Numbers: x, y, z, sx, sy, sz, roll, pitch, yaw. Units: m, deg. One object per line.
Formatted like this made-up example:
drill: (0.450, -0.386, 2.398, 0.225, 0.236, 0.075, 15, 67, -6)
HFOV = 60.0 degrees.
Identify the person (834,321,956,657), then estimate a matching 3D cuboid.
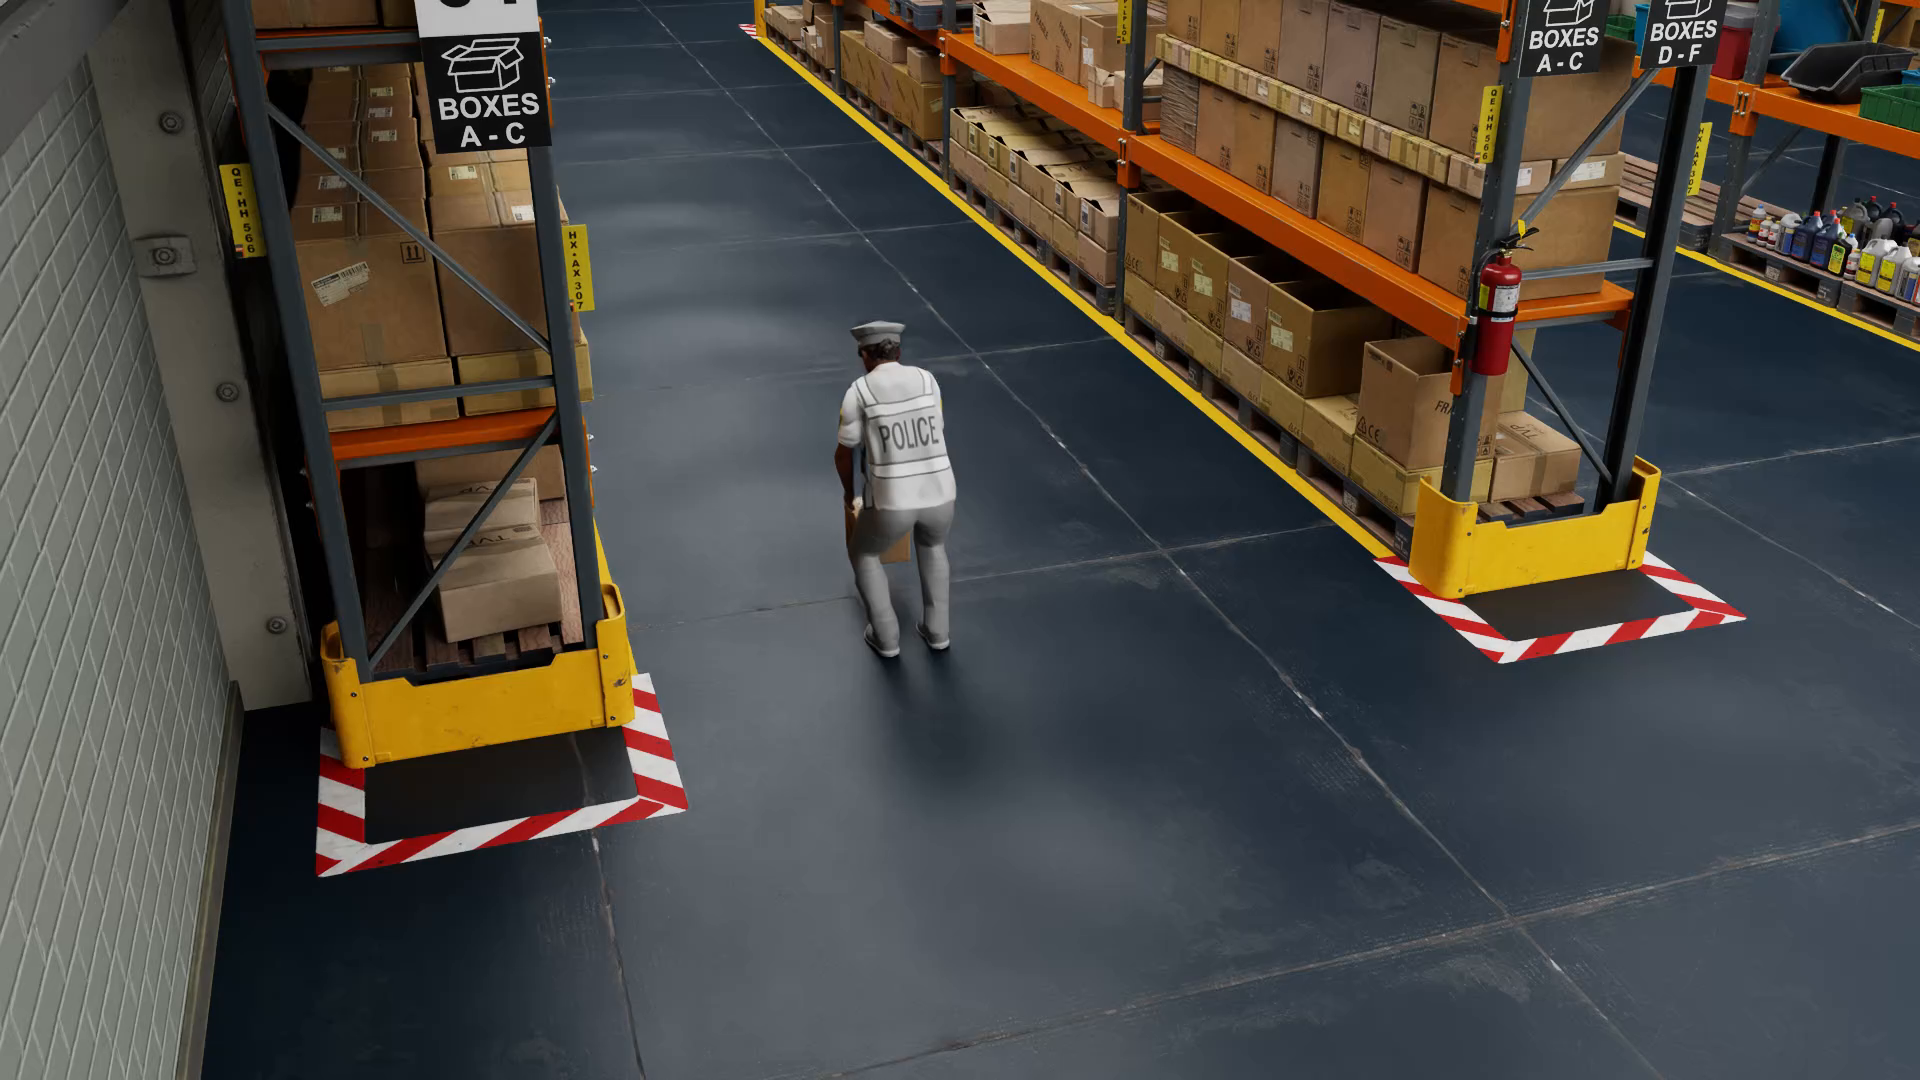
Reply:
person: (-0.285, -0.211, 7.275, 0.481, 1.464, 0.649, -8, 28, -15)
